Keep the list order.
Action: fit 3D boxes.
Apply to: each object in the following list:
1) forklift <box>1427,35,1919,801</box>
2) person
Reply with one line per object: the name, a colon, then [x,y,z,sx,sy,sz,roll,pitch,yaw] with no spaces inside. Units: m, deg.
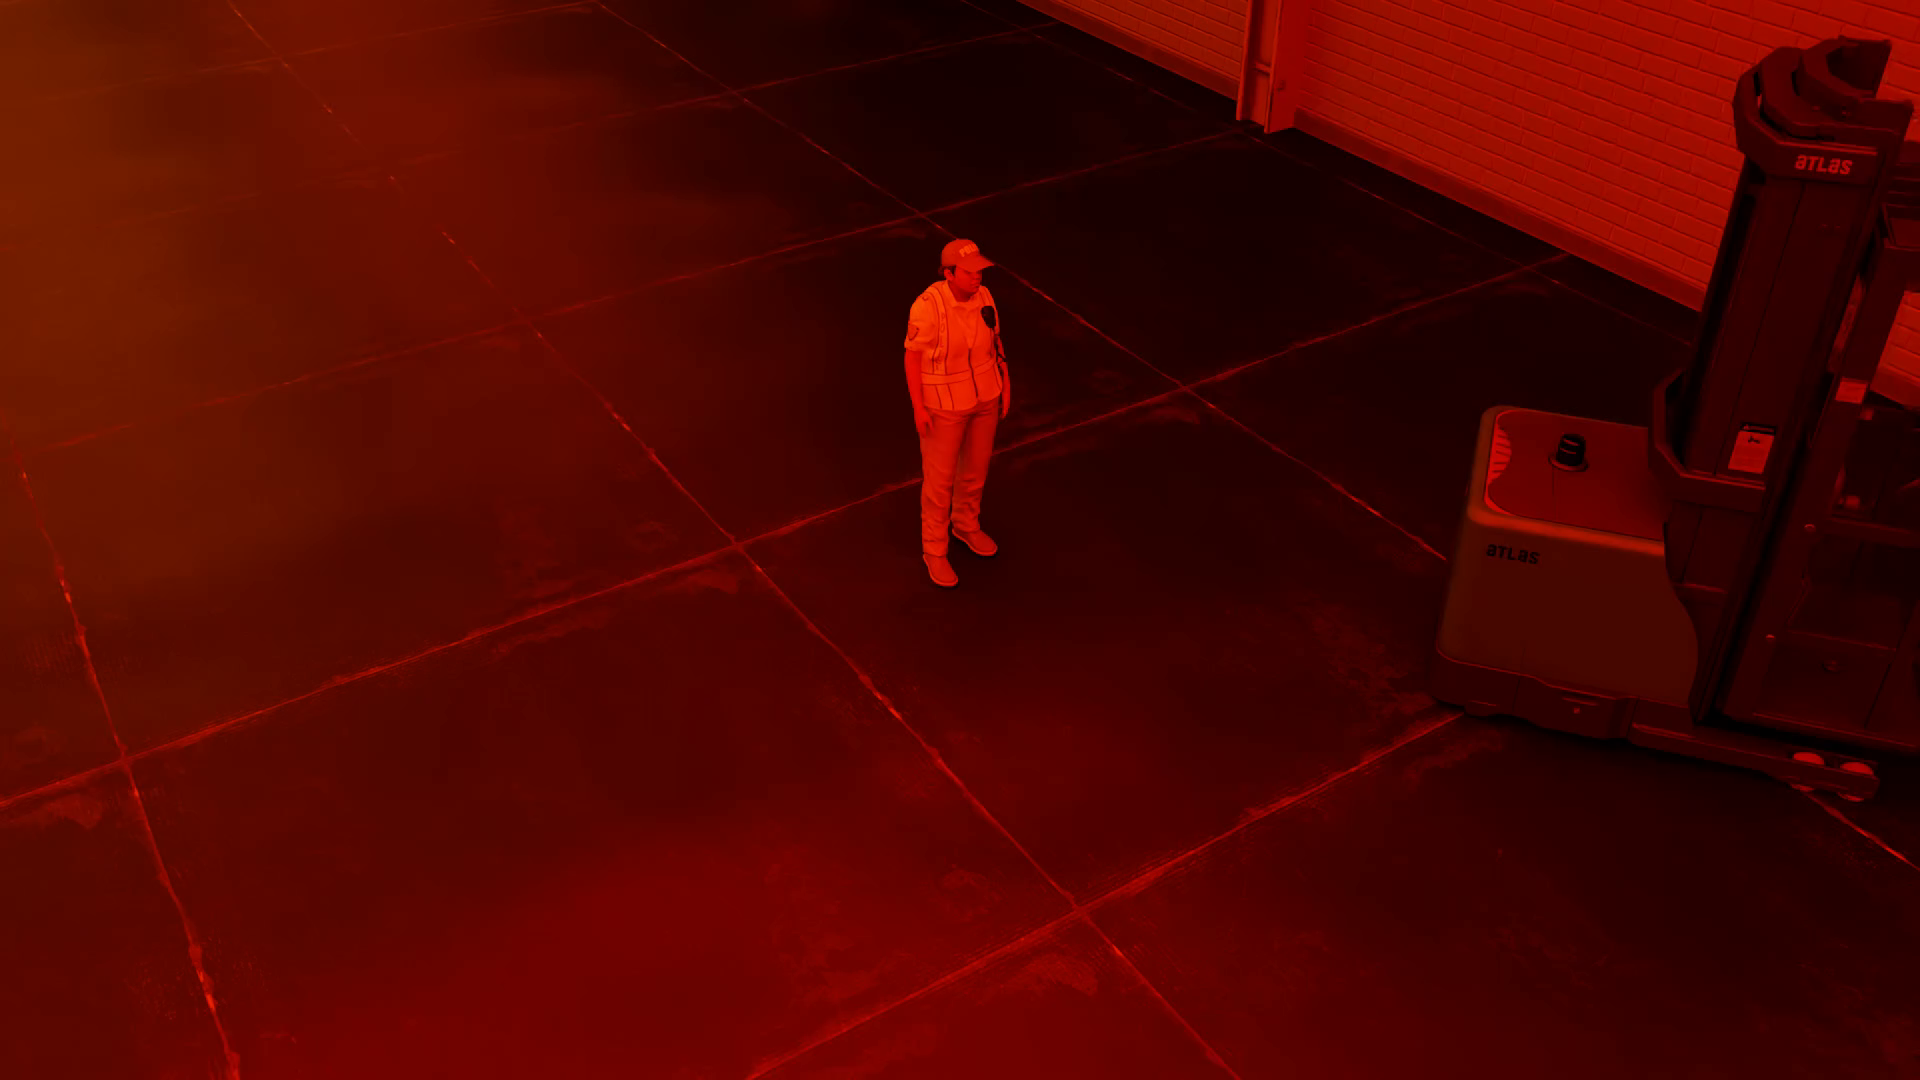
forklift: [3.712,-0.429,6.759,3.031,2.935,1.130,11,37,15]
person: [0.022,-0.643,8.151,0.598,1.670,0.529,-21,40,-27]
